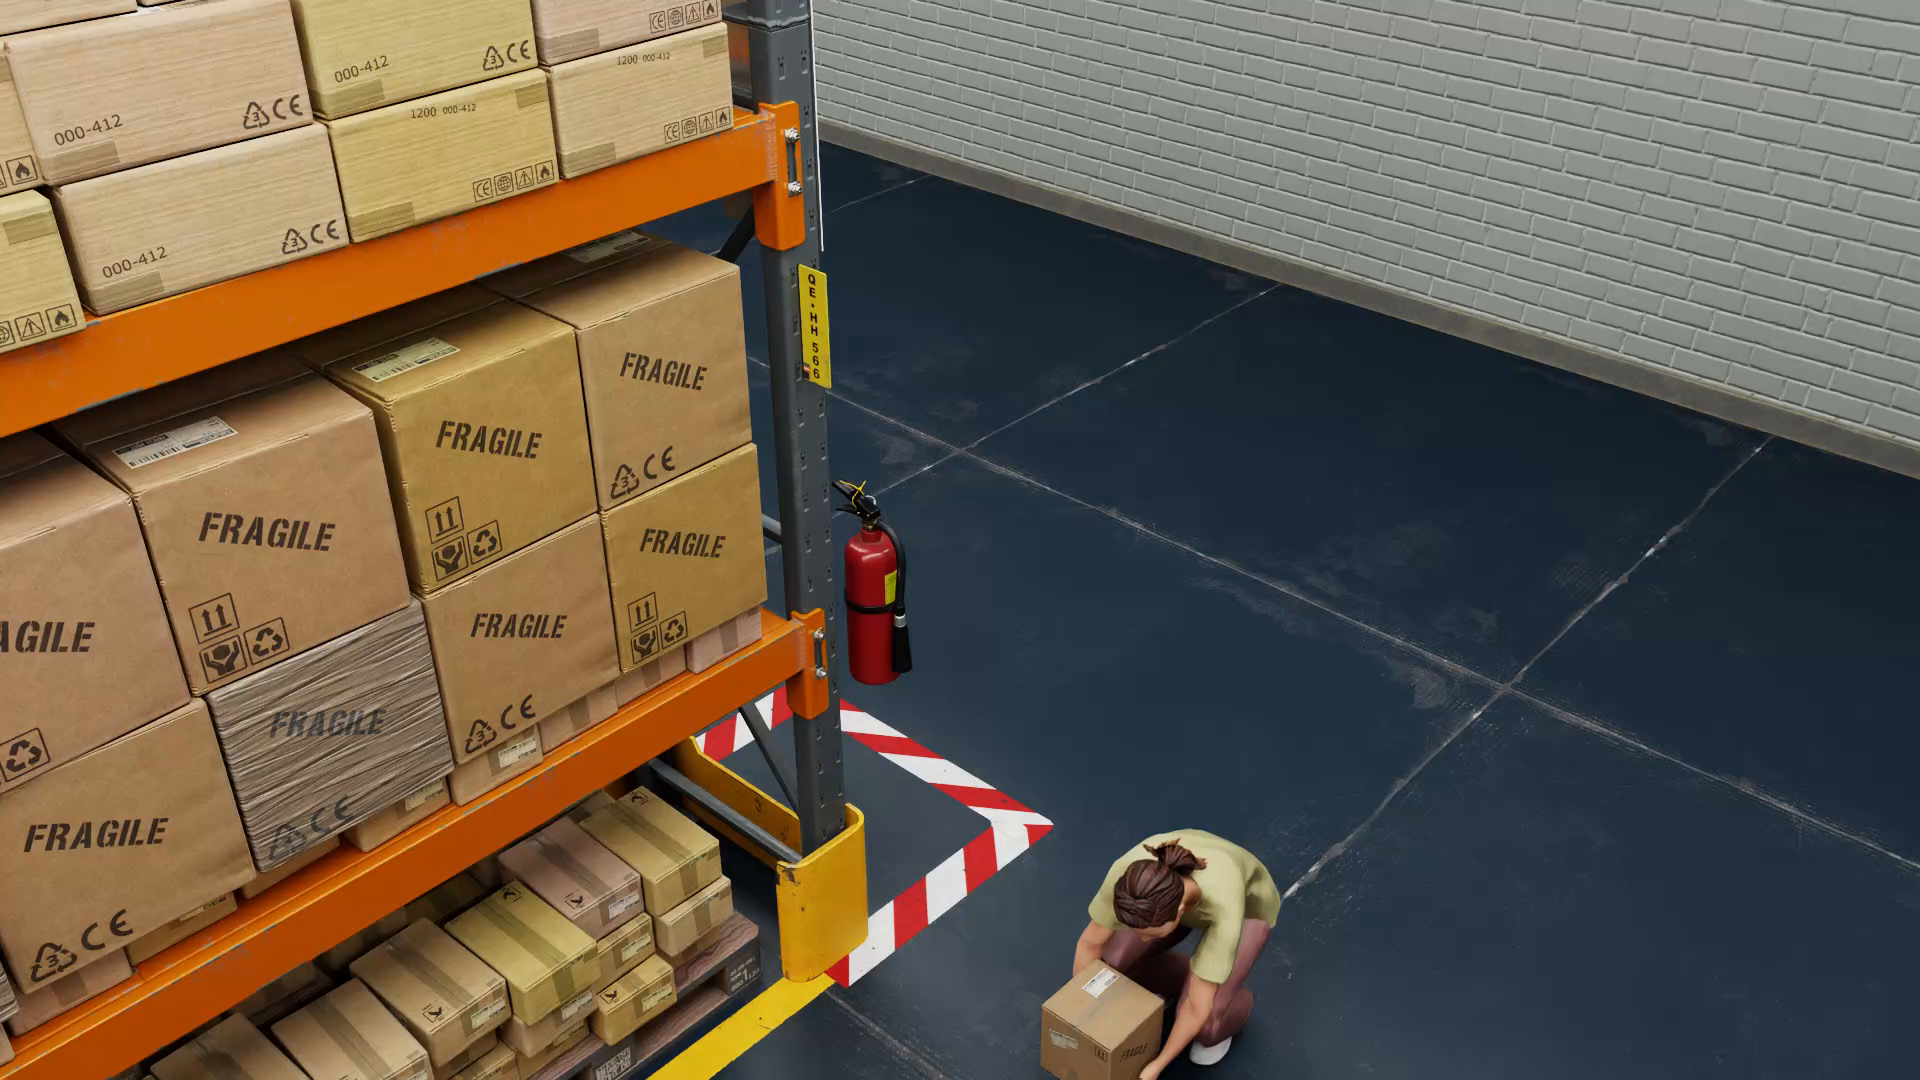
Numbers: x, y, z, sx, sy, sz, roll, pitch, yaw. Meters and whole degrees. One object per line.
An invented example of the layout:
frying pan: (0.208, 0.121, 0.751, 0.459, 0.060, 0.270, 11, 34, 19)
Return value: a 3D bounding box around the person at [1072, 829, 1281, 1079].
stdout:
person: (0.648, 1.178, 4.927, 0.494, 0.932, 0.804, 25, 40, 35)
